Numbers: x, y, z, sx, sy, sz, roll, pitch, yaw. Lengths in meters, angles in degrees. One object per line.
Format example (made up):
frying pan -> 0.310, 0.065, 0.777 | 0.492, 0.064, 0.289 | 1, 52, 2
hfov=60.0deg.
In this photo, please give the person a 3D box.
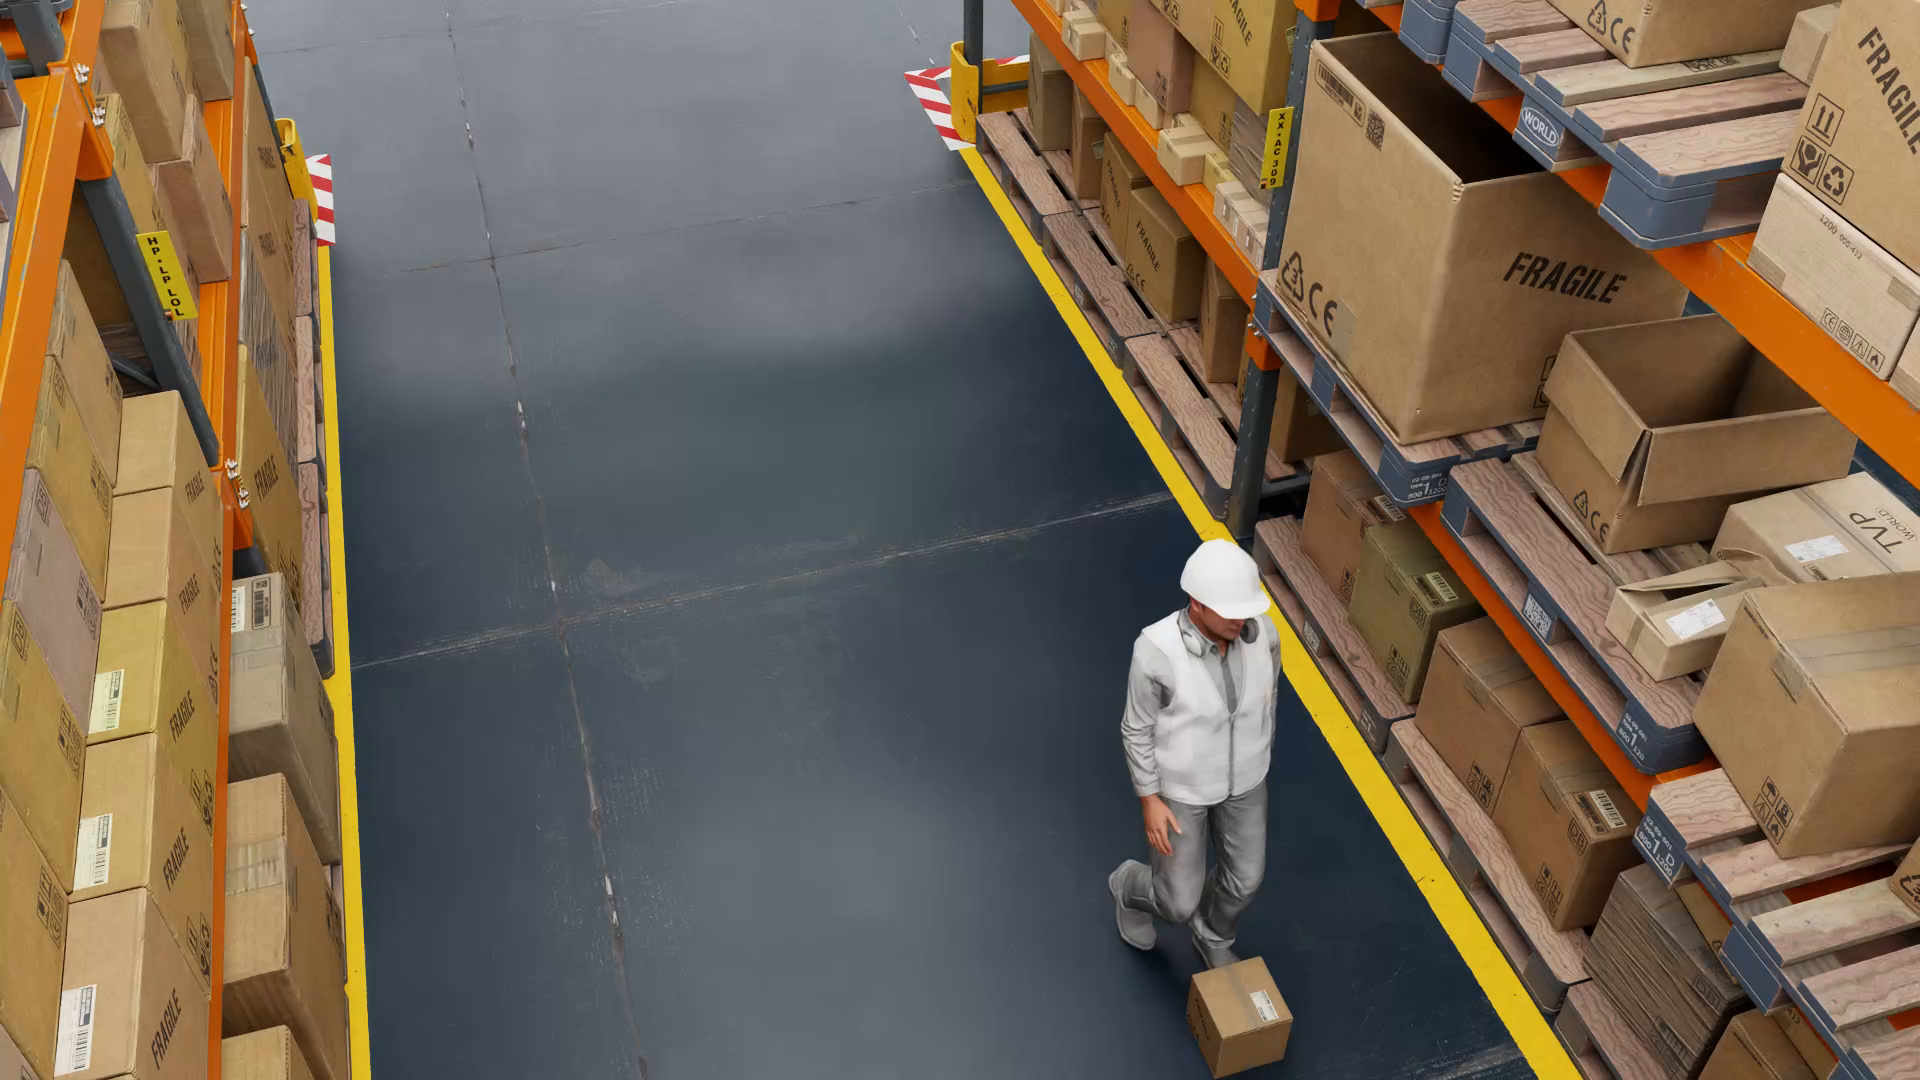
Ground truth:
person -> 4.264, -1.480, 4.769 | 7.689, 5.811, 11.420 | -15, 44, -16
